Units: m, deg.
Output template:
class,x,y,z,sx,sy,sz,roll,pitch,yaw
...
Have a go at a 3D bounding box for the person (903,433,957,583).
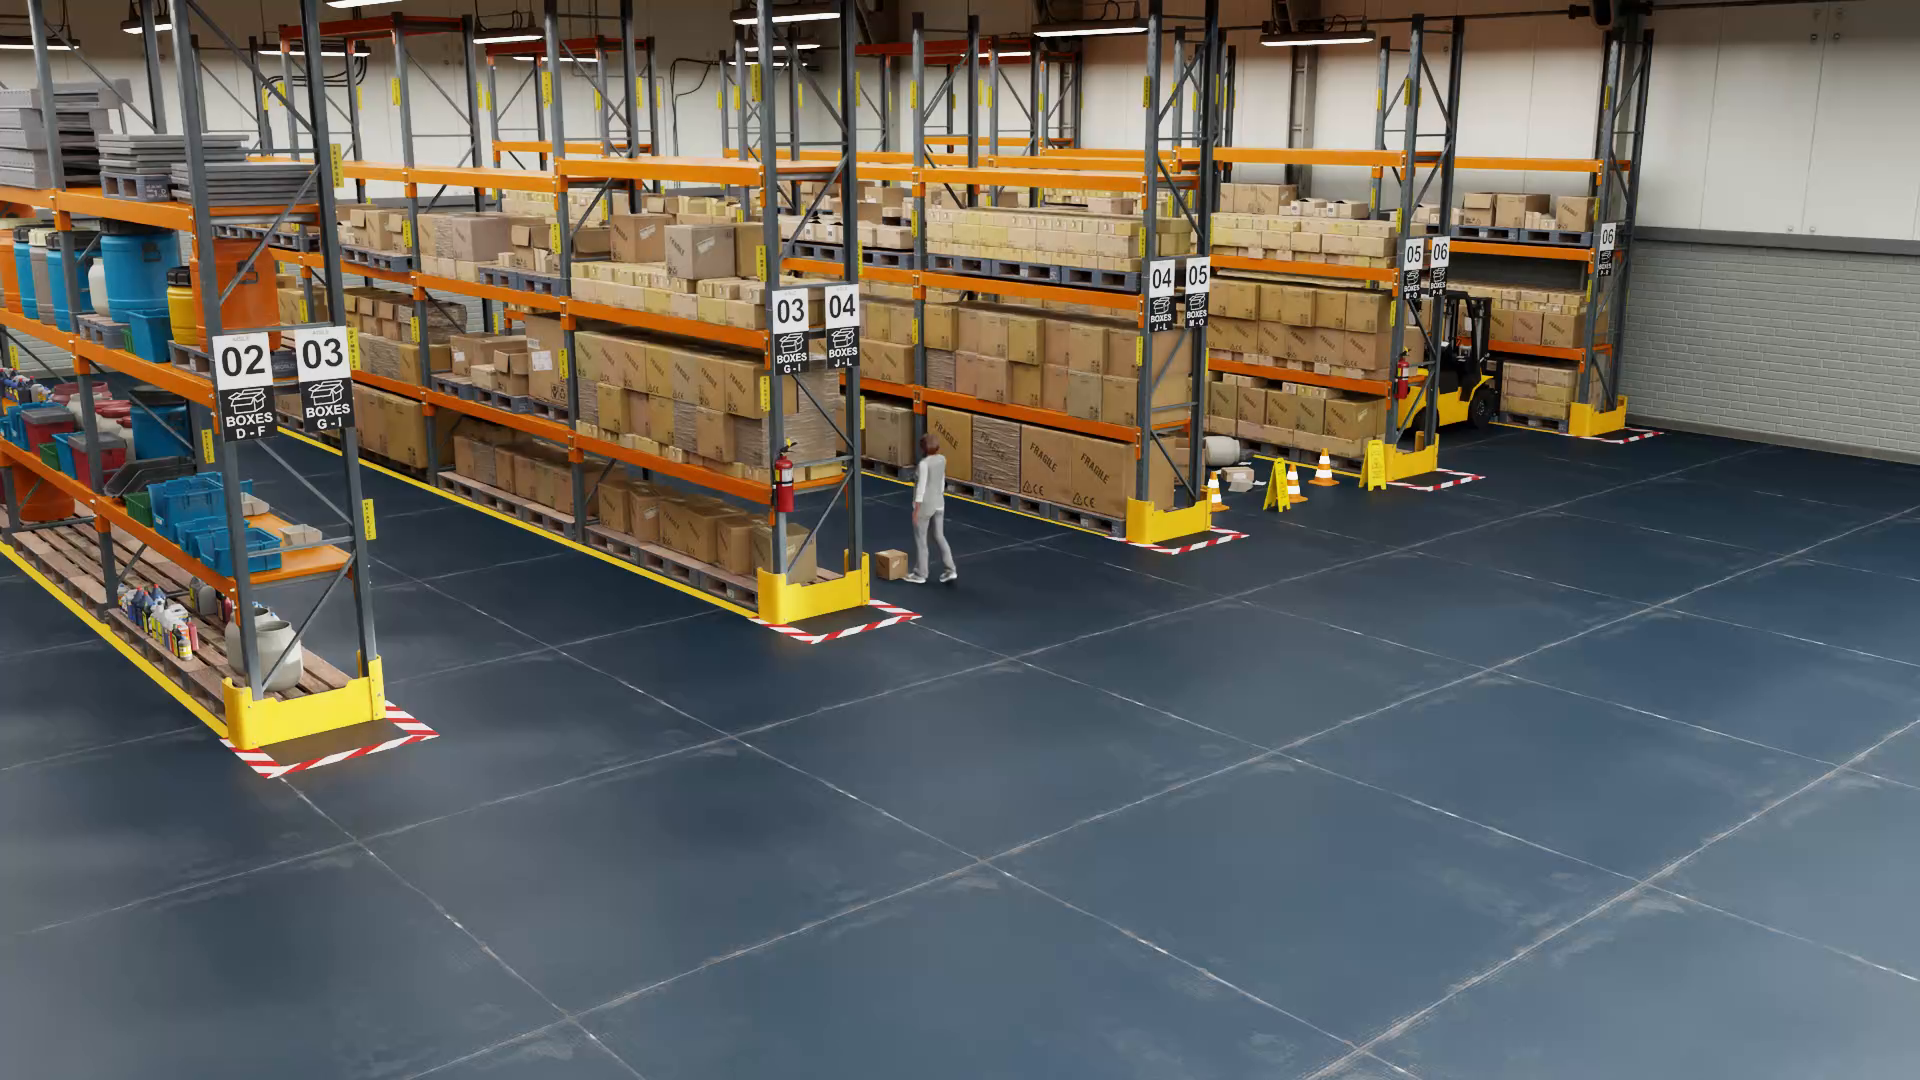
class,x,y,z,sx,sy,sz,roll,pitch,yaw
person,-0.329,-0.321,17.300,0.509,1.624,0.451,12,19,39
